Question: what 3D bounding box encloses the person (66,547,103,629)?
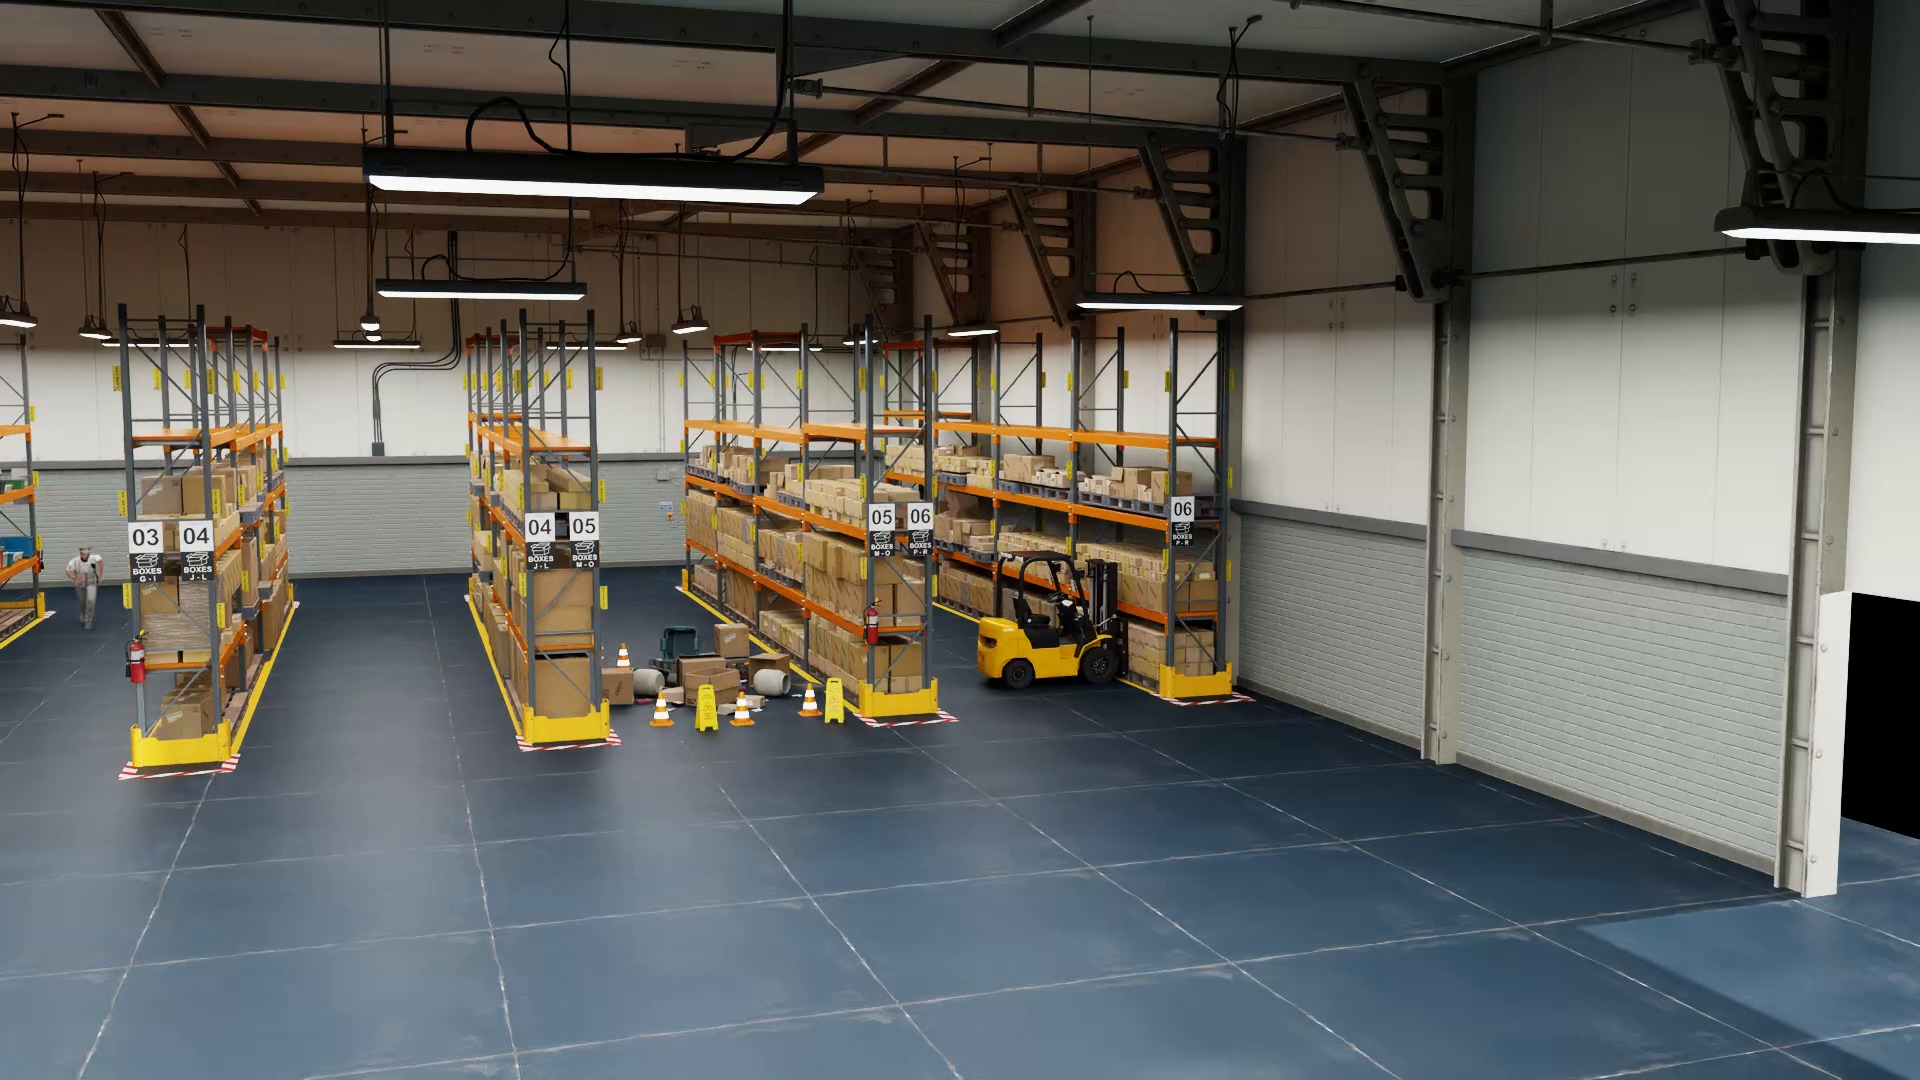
[{"bbox_3d":[-17.961,0.960,34.144,0.694,1.716,1.023,-3,6,-32],"label":"person"}]
